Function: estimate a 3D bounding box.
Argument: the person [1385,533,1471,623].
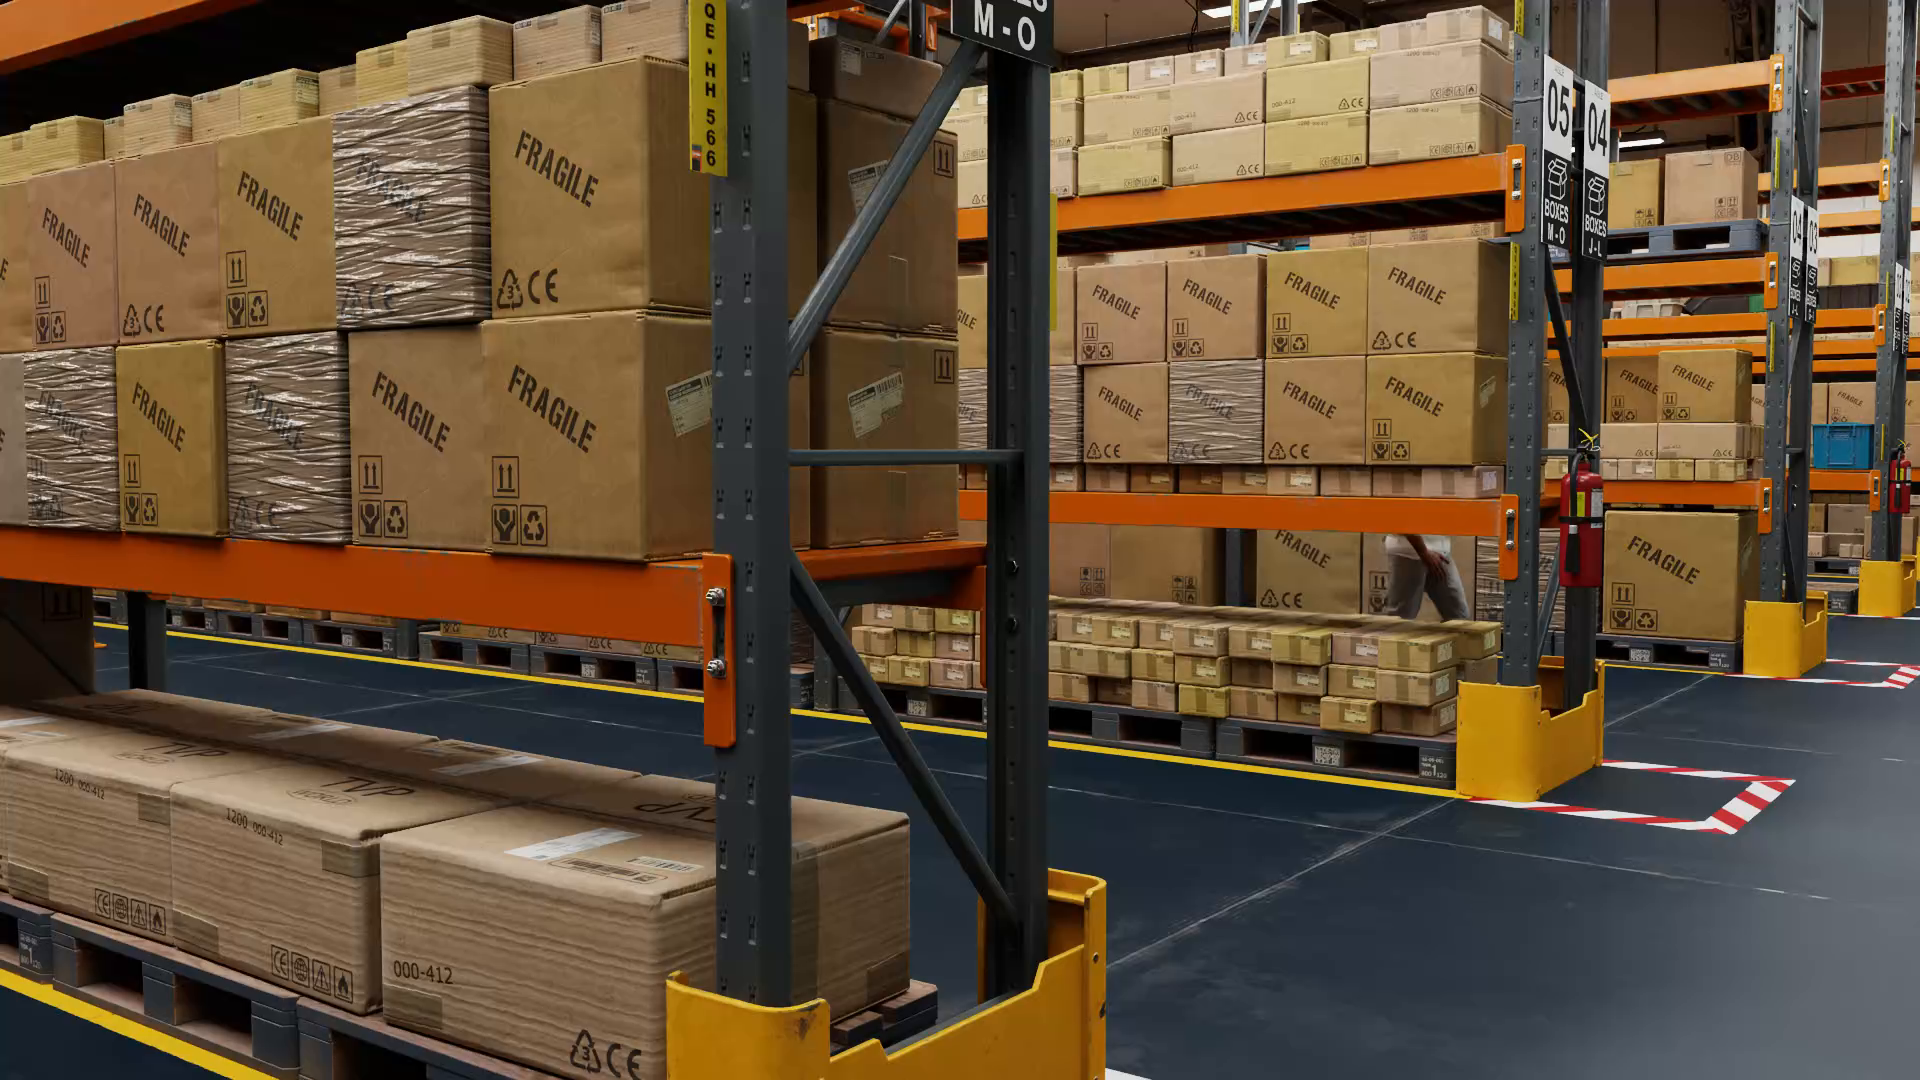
[{"bbox_3d":[2.751,0.108,9.664,0.849,1.767,0.583,3,4,42],"label":"person"}]
